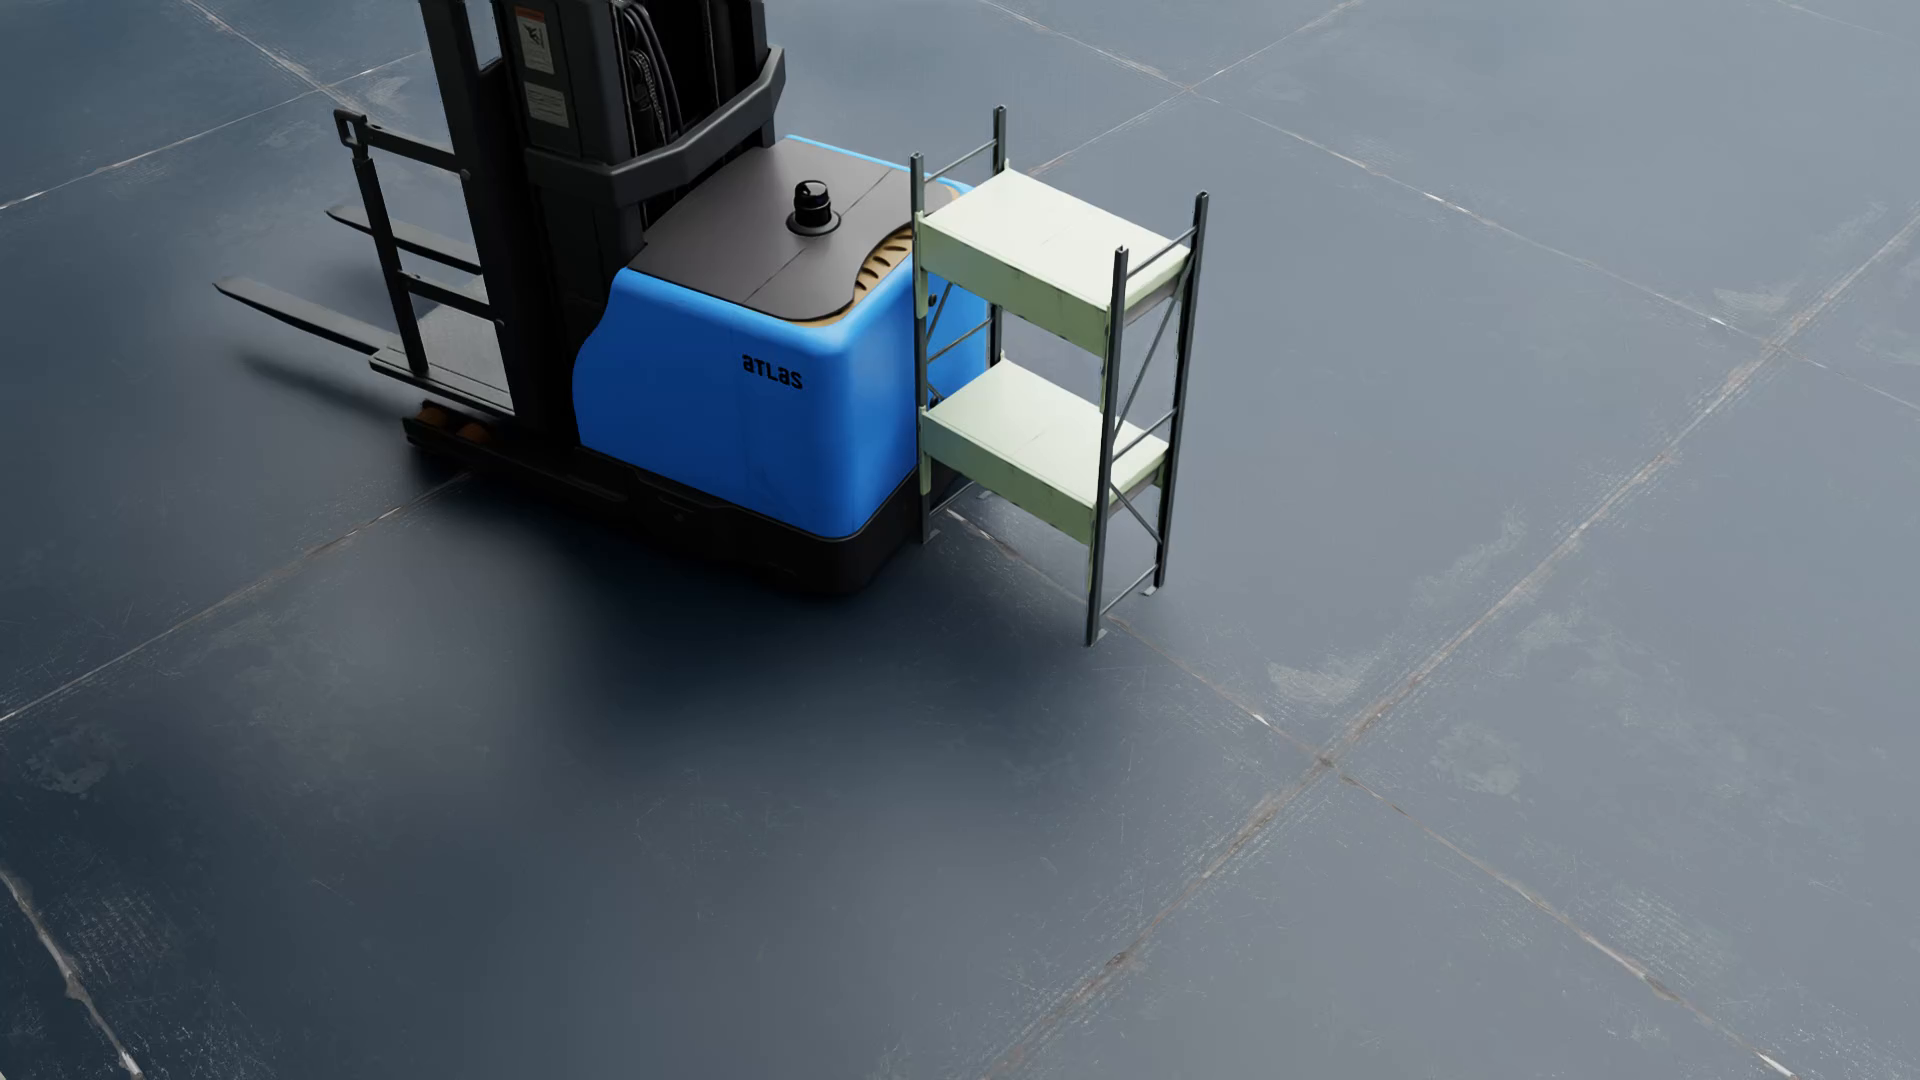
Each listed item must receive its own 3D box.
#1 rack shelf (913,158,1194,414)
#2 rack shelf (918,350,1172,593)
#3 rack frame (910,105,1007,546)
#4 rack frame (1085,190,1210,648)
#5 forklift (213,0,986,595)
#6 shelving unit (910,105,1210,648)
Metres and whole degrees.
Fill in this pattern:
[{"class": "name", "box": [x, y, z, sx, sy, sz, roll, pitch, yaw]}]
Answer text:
[{"class": "rack shelf", "box": [0.272, -0.759, 4.891, 0.720, 0.370, 0.431, 31, 51, 29]}, {"class": "rack shelf", "box": [0.272, -0.233, 5.377, 0.720, 0.370, 0.431, 31, 51, 29]}, {"class": "rack frame", "box": [-0.002, -0.637, 5.334, 0.023, 1.500, 0.400, 31, 51, 29]}, {"class": "rack frame", "box": [0.547, -0.308, 4.978, 0.023, 1.500, 0.400, 31, 51, 29]}, {"class": "forklift", "box": [-1.437, -1.623, 5.346, 3.031, 2.935, 1.130, 20, 46, 21]}, {"class": "shelving unit", "box": [0.272, -0.472, 5.156, 0.755, 1.500, 0.431, 31, 51, 29]}]
